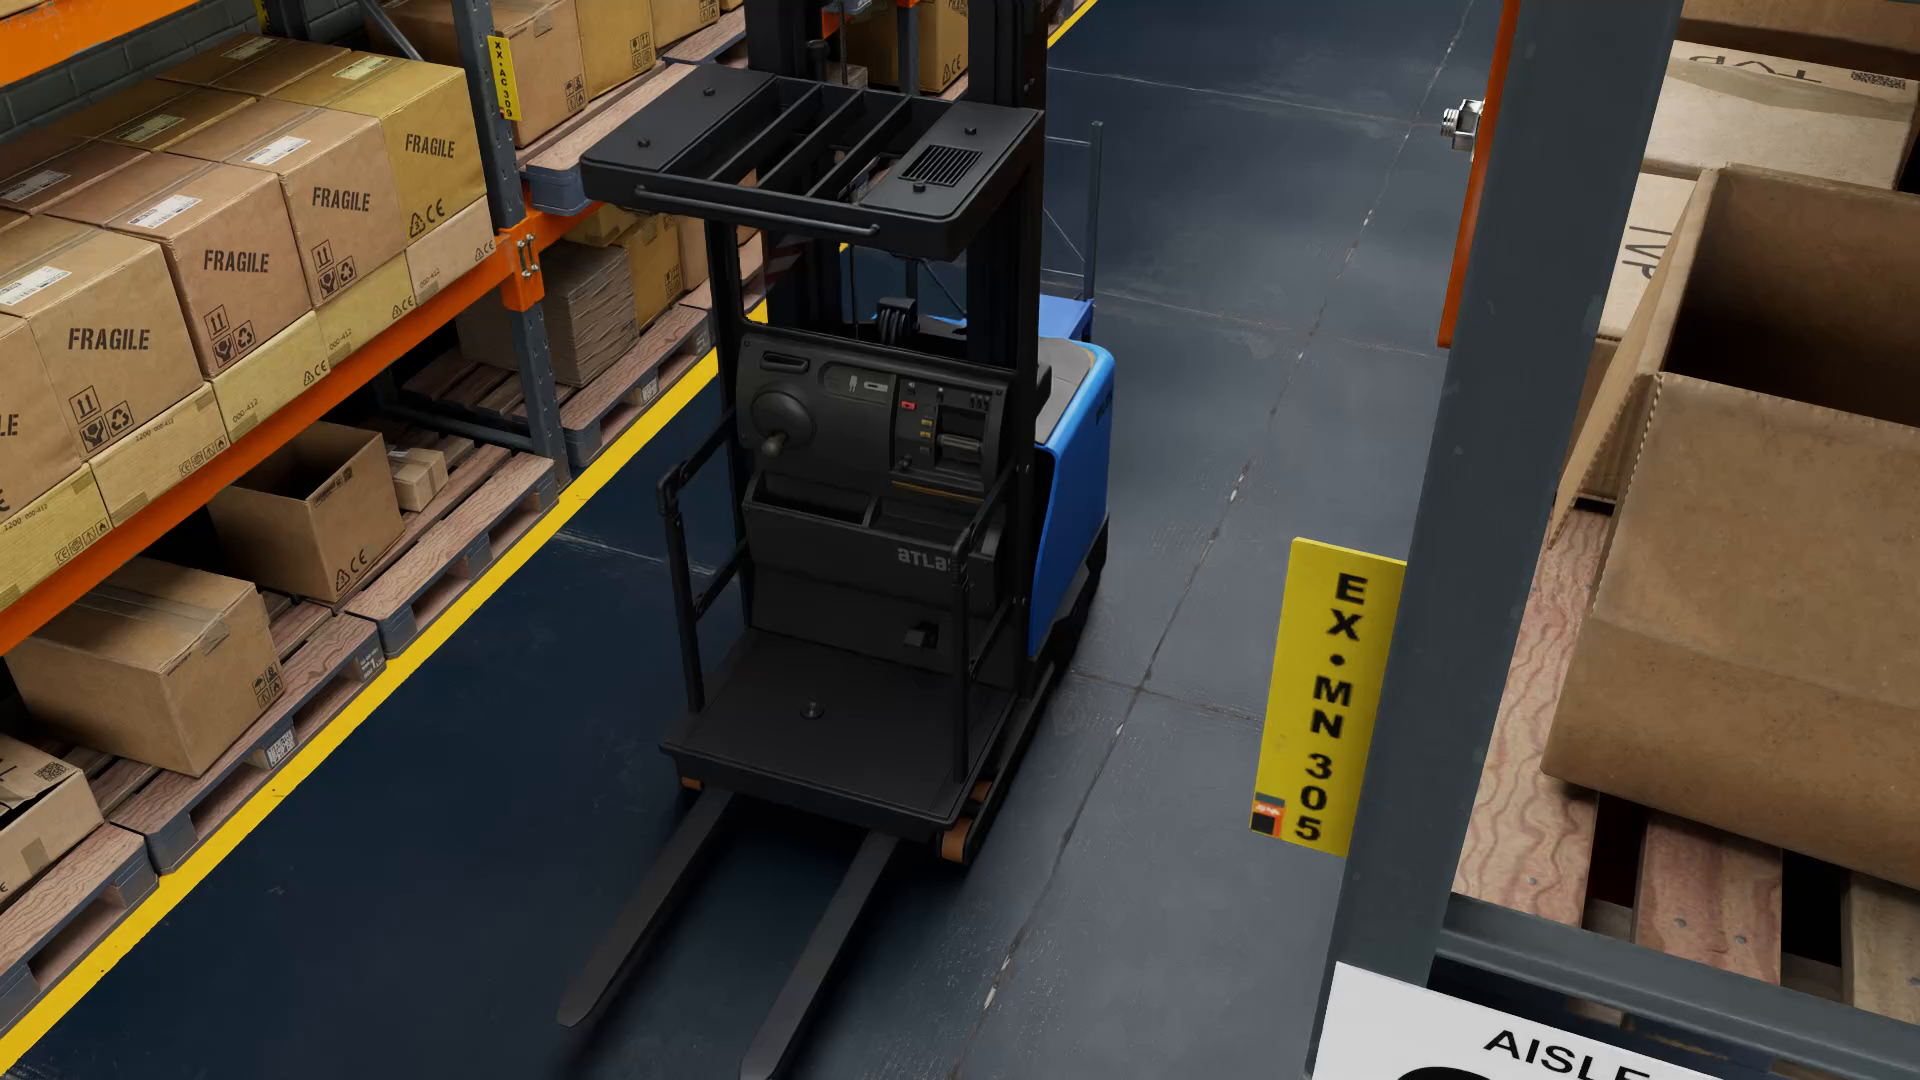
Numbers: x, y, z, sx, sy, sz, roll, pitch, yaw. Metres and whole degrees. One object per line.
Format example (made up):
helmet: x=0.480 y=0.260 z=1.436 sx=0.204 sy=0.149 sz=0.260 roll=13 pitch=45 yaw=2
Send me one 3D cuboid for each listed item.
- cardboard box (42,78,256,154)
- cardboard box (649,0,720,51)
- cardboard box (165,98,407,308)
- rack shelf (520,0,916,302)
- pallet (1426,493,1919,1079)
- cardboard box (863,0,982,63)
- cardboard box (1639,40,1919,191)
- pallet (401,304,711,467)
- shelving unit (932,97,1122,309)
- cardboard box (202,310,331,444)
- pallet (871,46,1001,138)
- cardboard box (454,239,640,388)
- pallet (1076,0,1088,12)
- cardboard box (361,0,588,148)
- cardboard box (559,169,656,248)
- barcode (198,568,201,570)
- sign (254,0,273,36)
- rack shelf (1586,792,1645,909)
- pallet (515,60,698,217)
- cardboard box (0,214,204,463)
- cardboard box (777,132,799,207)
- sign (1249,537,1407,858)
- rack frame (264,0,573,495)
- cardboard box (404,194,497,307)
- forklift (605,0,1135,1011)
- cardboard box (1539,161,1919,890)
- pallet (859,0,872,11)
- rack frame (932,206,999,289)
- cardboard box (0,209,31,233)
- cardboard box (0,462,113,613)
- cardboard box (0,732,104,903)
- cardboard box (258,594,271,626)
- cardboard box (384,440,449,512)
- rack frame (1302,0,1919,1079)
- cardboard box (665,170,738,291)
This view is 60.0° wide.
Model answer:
cardboard box: x=-2.831 y=-1.296 z=5.960 sx=0.500 sy=0.500 sz=0.500 roll=14 pitch=39 yaw=17
cardboard box: x=-1.592 y=-2.715 z=7.926 sx=0.700 sy=0.500 sz=0.500 roll=19 pitch=41 yaw=24
cardboard box: x=-2.337 y=-1.184 z=5.811 sx=0.500 sy=0.500 sz=0.500 roll=14 pitch=39 yaw=17
rack shelf: x=-1.497 y=-2.365 z=8.509 sx=1.077 sy=0.370 sz=4.000 roll=14 pitch=39 yaw=18
pallet: x=1.095 y=0.244 z=1.987 sx=1.003 sy=0.211 sz=1.213 roll=14 pitch=39 yaw=18
cardboard box: x=-0.335 y=-3.445 z=10.798 sx=0.750 sy=0.750 sz=0.750 roll=13 pitch=39 yaw=17
cardboard box: x=1.208 y=-0.600 z=2.649 sx=0.500 sy=0.311 sz=0.500 roll=19 pitch=41 yaw=23
pallet: x=-1.963 y=-0.860 z=8.224 sx=1.003 sy=0.211 sz=1.213 roll=14 pitch=39 yaw=18
shelving unit: x=0.301 y=-1.115 z=7.489 sx=0.538 sy=1.500 sz=1.048 roll=12 pitch=39 yaw=16
cardboard box: x=-2.532 y=-0.606 z=5.664 sx=0.500 sy=0.250 sz=0.500 roll=14 pitch=39 yaw=17
pallet: x=-0.367 y=-3.063 z=11.171 sx=1.003 sy=0.211 sz=1.213 roll=14 pitch=39 yaw=18
cardboard box: x=-1.994 y=-1.132 z=7.979 sx=0.700 sy=0.500 sz=0.500 roll=15 pitch=39 yaw=19
pallet: x=0.562 y=-4.414 z=12.978 sx=1.003 sy=0.211 sz=1.213 roll=14 pitch=39 yaw=18
cardboard box: x=-2.033 y=-2.036 z=7.017 sx=0.700 sy=0.500 sz=0.500 roll=14 pitch=39 yaw=18
cardboard box: x=-1.829 y=-1.677 z=8.082 sx=0.500 sy=0.250 sz=0.500 roll=13 pitch=39 yaw=17
barcode: x=-2.965 y=0.153 z=6.461 sx=0.001 sy=0.075 sz=0.075 roll=14 pitch=39 yaw=18
sign: x=-2.773 y=-2.134 z=6.632 sx=0.100 sy=0.325 sz=0.005 roll=14 pitch=39 yaw=18
rack shelf: x=1.563 y=-0.225 z=3.141 sx=1.077 sy=0.370 sz=4.000 roll=14 pitch=39 yaw=18
pallet: x=-1.833 y=-1.859 z=7.391 sx=1.003 sy=0.211 sz=1.213 roll=14 pitch=39 yaw=18
cardboard box: x=-2.736 y=-0.620 z=5.056 sx=0.500 sy=0.500 sz=0.500 roll=15 pitch=39 yaw=19
cardboard box: x=-1.266 y=-2.266 z=9.496 sx=0.700 sy=0.500 sz=0.500 roll=14 pitch=39 yaw=18
sign: x=0.306 y=0.140 z=1.379 sx=0.100 sy=0.325 sz=0.005 roll=14 pitch=39 yaw=18
rack frame: x=-2.258 y=-1.546 z=6.812 sx=1.000 sy=3.000 sz=0.127 roll=14 pitch=39 yaw=18
cardboard box: x=-2.158 y=-1.162 z=6.408 sx=0.500 sy=0.250 sz=0.500 roll=14 pitch=39 yaw=18
forklift: x=-0.269 y=-0.503 z=5.475 sx=1.130 sy=2.935 sz=3.031 roll=12 pitch=39 yaw=16
cardboard box: x=1.025 y=0.011 z=1.670 sx=0.797 sy=0.503 sz=0.637 roll=17 pitch=40 yaw=21
pallet: x=-0.909 y=-3.264 z=9.272 sx=1.213 sy=0.211 sz=1.003 roll=14 pitch=39 yaw=18
rack frame: x=0.124 y=-0.829 z=7.107 sx=0.500 sy=1.500 sz=0.032 roll=12 pitch=39 yaw=16
cardboard box: x=-3.212 y=-0.731 z=5.205 sx=0.500 sy=0.500 sz=0.500 roll=14 pitch=39 yaw=18
cardboard box: x=-2.917 y=-0.048 z=4.917 sx=0.500 sy=0.250 sz=0.500 roll=13 pitch=39 yaw=17
cardboard box: x=-3.217 y=0.892 z=5.430 sx=0.500 sy=0.311 sz=0.500 roll=17 pitch=40 yaw=21
cardboard box: x=-2.885 y=0.301 z=6.355 sx=0.380 sy=0.149 sz=0.250 roll=11 pitch=38 yaw=14
cardboard box: x=-2.434 y=-0.284 z=7.123 sx=0.380 sy=0.166 sz=0.250 roll=9 pitch=38 yaw=12
rack frame: x=0.802 y=-0.607 z=0.546 sx=1.000 sy=3.000 sz=0.127 roll=14 pitch=39 yaw=18
cardboard box: x=-1.612 y=-1.703 z=8.743 sx=0.700 sy=0.500 sz=0.500 roll=14 pitch=39 yaw=18
